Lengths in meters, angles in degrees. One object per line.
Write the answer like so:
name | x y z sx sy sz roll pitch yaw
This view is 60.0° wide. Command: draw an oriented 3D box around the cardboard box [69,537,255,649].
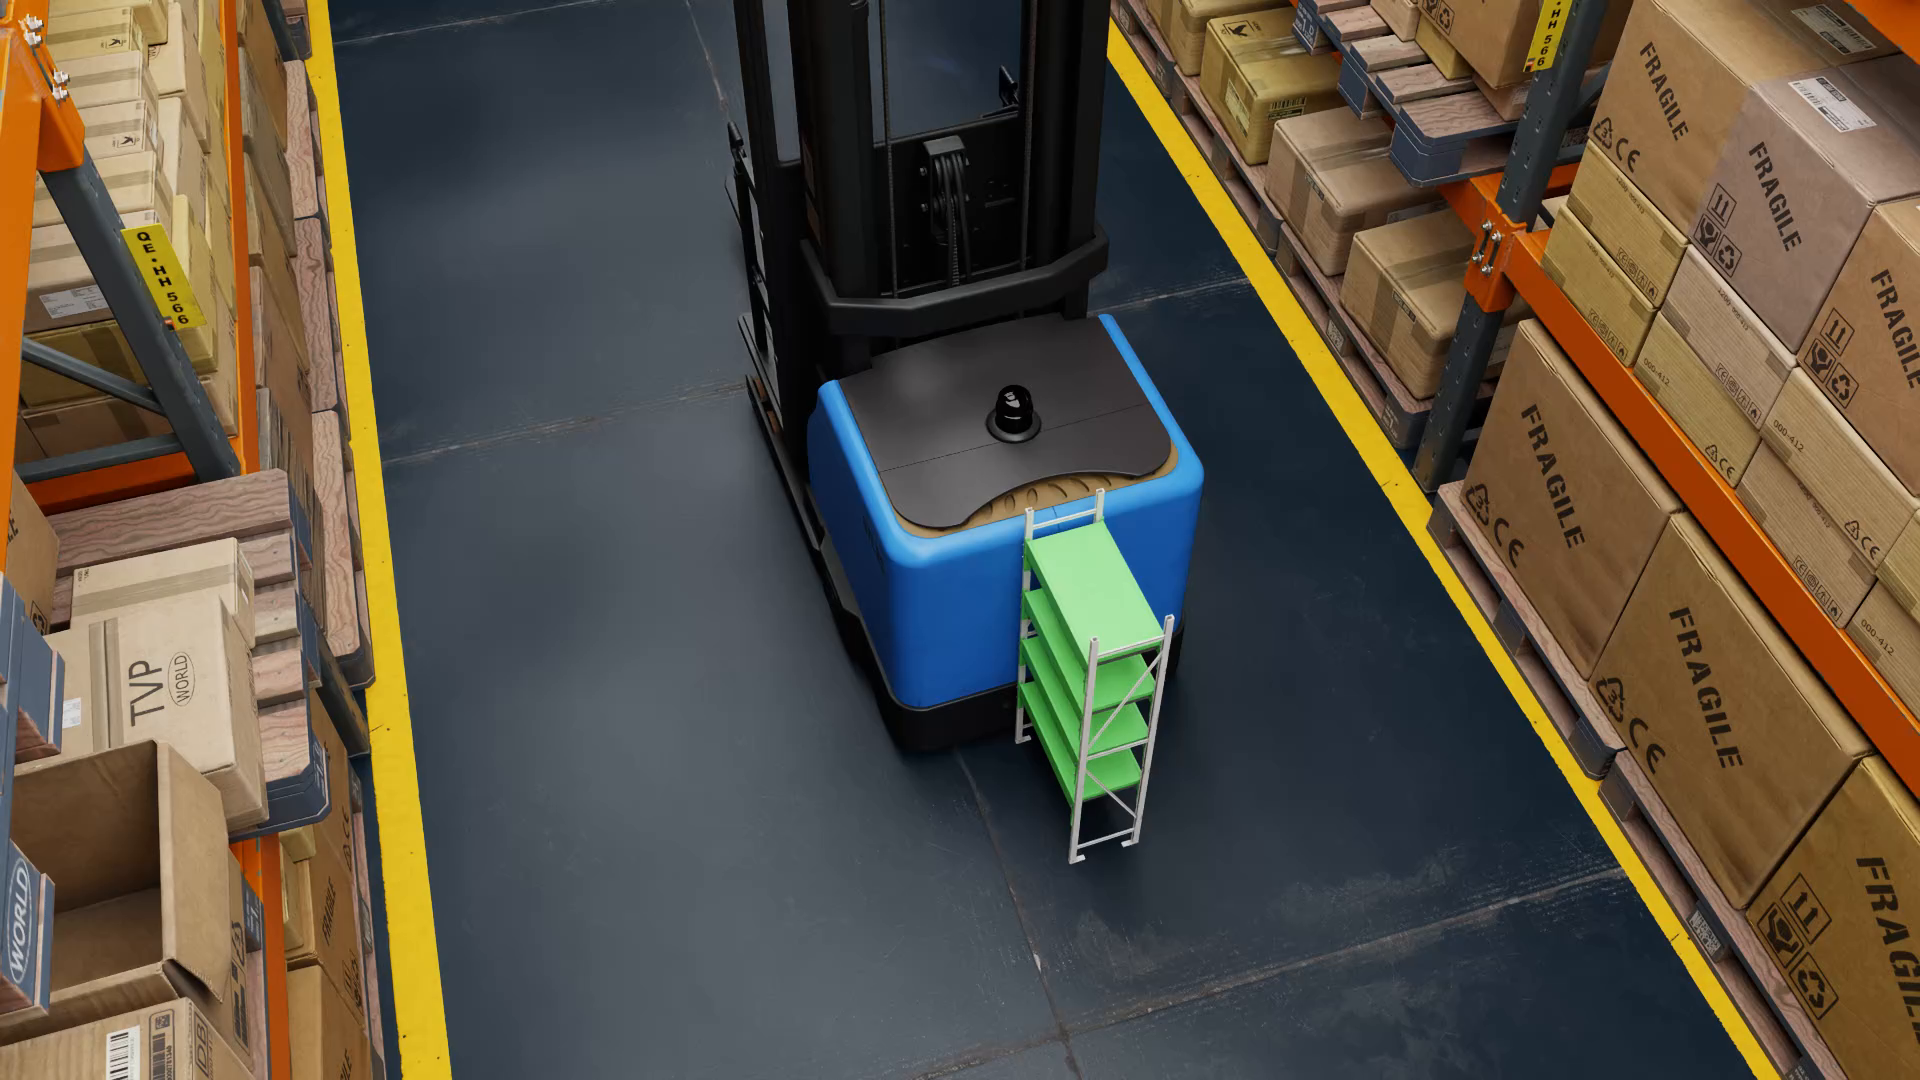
cardboard box | -1.931 0.167 4.037 0.380 0.149 0.250 -12 51 -10

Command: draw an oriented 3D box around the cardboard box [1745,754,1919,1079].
cardboard box | 2.897 1.082 4.491 0.875 0.875 0.875 -12 51 -10

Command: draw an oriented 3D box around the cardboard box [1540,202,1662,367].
cardboard box | 2.153 -0.834 5.089 0.500 0.250 0.500 -14 51 -12

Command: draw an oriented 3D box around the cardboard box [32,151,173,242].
cardboard box | -2.385 -0.907 4.563 0.380 0.149 0.250 -12 51 -10

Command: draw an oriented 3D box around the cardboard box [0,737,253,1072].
cardboard box | -1.833 0.811 3.263 0.797 0.503 0.637 -14 51 -12

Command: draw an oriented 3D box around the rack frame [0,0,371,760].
rack frame | -2.492 -0.171 4.432 1.000 3.000 0.127 -13 51 -11

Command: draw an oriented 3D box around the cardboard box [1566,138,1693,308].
cardboard box | 2.162 -0.983 4.888 0.500 0.250 0.500 -14 51 -11

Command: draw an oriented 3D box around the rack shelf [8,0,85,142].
rack shelf | -3.083 -2.367 4.792 1.077 0.370 4.000 -13 51 -11

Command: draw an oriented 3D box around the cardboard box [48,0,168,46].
cardboard box | -2.697 -1.652 5.191 0.380 0.149 0.250 -12 51 -10

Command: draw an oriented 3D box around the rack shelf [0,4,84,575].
rack shelf | -1.901 0.555 2.329 1.077 0.370 4.000 -13 51 -11

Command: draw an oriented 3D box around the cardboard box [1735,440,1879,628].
cardboard box | 2.471 -0.078 4.452 0.500 0.250 0.500 -12 51 -10

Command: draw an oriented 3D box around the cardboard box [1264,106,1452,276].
cardboard box | 1.865 -1.537 7.028 0.950 0.372 0.625 -14 51 -12

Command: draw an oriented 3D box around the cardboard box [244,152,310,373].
cardboard box | -3.063 -0.967 6.382 0.875 0.625 0.625 -15 52 -12

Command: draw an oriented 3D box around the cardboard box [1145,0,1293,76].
cardboard box | 1.439 -2.599 7.923 0.950 0.372 0.625 -10 51 -9

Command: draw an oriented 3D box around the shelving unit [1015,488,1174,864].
shelving unit | 0.384 0.449 5.087 0.258 1.200 0.503 -15 52 -12

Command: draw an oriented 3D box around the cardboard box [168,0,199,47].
cardboard box | -2.850 -1.783 5.562 0.500 0.250 0.500 -13 51 -10

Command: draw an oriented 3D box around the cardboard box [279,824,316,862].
cardboard box | -1.994 0.786 4.562 0.380 0.149 0.250 -16 52 -13

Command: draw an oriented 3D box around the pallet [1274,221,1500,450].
pallet | 2.019 -0.969 6.928 1.003 0.211 1.213 -13 51 -11

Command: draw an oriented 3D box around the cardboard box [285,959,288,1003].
cardboard box | -1.923 1.191 4.220 0.380 0.149 0.250 -12 51 -10

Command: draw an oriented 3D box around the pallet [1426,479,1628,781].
pallet | 2.410 0.195 5.947 1.003 0.211 1.213 -13 51 -11

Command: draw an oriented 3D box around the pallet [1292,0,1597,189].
pallet | 1.936 -1.731 5.873 1.213 0.211 1.003 -13 51 -11

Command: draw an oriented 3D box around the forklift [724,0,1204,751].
forklift | -0.208 -1.393 5.508 1.130 2.935 3.031 -15 52 -12

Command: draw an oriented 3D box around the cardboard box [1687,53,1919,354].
cardboard box | 2.317 -0.875 4.306 0.500 0.500 0.500 -13 51 -11

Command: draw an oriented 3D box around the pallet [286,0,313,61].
pallet | -3.870 -2.784 8.459 1.003 0.211 1.213 -13 51 -11

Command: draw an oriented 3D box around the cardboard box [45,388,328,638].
cardboard box | -2.663 0.000 5.566 0.875 0.625 0.625 -12 51 -10

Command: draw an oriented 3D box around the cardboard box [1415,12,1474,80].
cardboard box | 1.778 -1.716 5.625 0.380 0.149 0.250 -13 51 -10

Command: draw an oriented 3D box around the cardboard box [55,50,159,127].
cardboard box | -2.575 -1.277 4.875 0.380 0.149 0.250 -13 51 -11

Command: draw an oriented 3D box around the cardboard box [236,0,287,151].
cardboard box | -3.510 -2.084 7.324 0.875 0.625 0.625 -11 51 -9

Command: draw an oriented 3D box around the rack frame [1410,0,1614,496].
rack frame | 2.249 -1.296 5.381 1.000 3.000 0.127 -13 51 -11

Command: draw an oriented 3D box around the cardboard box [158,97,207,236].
cardboard box | -2.537 -1.029 4.927 0.500 0.250 0.500 -12 51 -10

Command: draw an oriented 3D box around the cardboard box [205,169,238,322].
cardboard box | -2.534 -0.871 5.120 0.500 0.250 0.500 -14 51 -12

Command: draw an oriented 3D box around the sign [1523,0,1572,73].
sign | 1.733 -1.514 4.859 0.100 0.325 0.005 -13 51 -11

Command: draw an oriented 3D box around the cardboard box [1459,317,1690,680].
cardboard box | 2.373 -0.223 5.592 0.875 0.875 0.875 -14 51 -11

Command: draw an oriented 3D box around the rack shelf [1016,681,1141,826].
rack shelf | 0.384 0.644 5.319 0.258 0.148 0.480 -15 52 -12

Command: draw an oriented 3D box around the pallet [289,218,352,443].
pallet | -3.055 -0.772 6.763 1.003 0.211 1.213 -13 51 -11

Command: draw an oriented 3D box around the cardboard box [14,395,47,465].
cardboard box | -2.869 -0.393 4.718 0.500 0.250 0.500 -14 51 -12

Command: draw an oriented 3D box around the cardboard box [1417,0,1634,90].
cardboard box | 1.849 -1.829 5.295 0.500 0.500 0.500 -15 51 -12

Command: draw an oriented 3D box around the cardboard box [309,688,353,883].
cardboard box | -2.162 0.759 5.008 0.500 0.500 0.500 -12 51 -10

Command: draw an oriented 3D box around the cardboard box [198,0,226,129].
cardboard box | -2.845 -1.625 5.756 0.500 0.250 0.500 -12 51 -10

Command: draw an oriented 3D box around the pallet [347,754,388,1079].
pallet | -2.307 1.281 5.032 1.003 0.211 1.213 -13 51 -11

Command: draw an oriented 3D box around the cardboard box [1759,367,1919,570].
cardboard box | 2.450 -0.239 4.260 0.500 0.250 0.500 -13 51 -11

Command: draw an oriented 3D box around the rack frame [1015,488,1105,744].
rack frame | 0.303 0.273 5.235 0.240 1.200 0.015 -15 52 -12

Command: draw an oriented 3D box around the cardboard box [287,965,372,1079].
cardboard box | -1.866 1.509 4.376 0.500 0.500 0.500 -11 51 -9

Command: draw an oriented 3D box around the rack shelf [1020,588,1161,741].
rack shelf | 0.384 0.335 4.952 0.258 0.148 0.480 -15 52 -12

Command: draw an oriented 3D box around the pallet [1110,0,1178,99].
pallet | 1.297 -2.751 8.431 1.003 0.211 1.213 -13 51 -11

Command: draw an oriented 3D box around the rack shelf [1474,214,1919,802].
rack shelf | 2.840 0.396 4.424 1.077 0.370 4.000 -13 51 -11
